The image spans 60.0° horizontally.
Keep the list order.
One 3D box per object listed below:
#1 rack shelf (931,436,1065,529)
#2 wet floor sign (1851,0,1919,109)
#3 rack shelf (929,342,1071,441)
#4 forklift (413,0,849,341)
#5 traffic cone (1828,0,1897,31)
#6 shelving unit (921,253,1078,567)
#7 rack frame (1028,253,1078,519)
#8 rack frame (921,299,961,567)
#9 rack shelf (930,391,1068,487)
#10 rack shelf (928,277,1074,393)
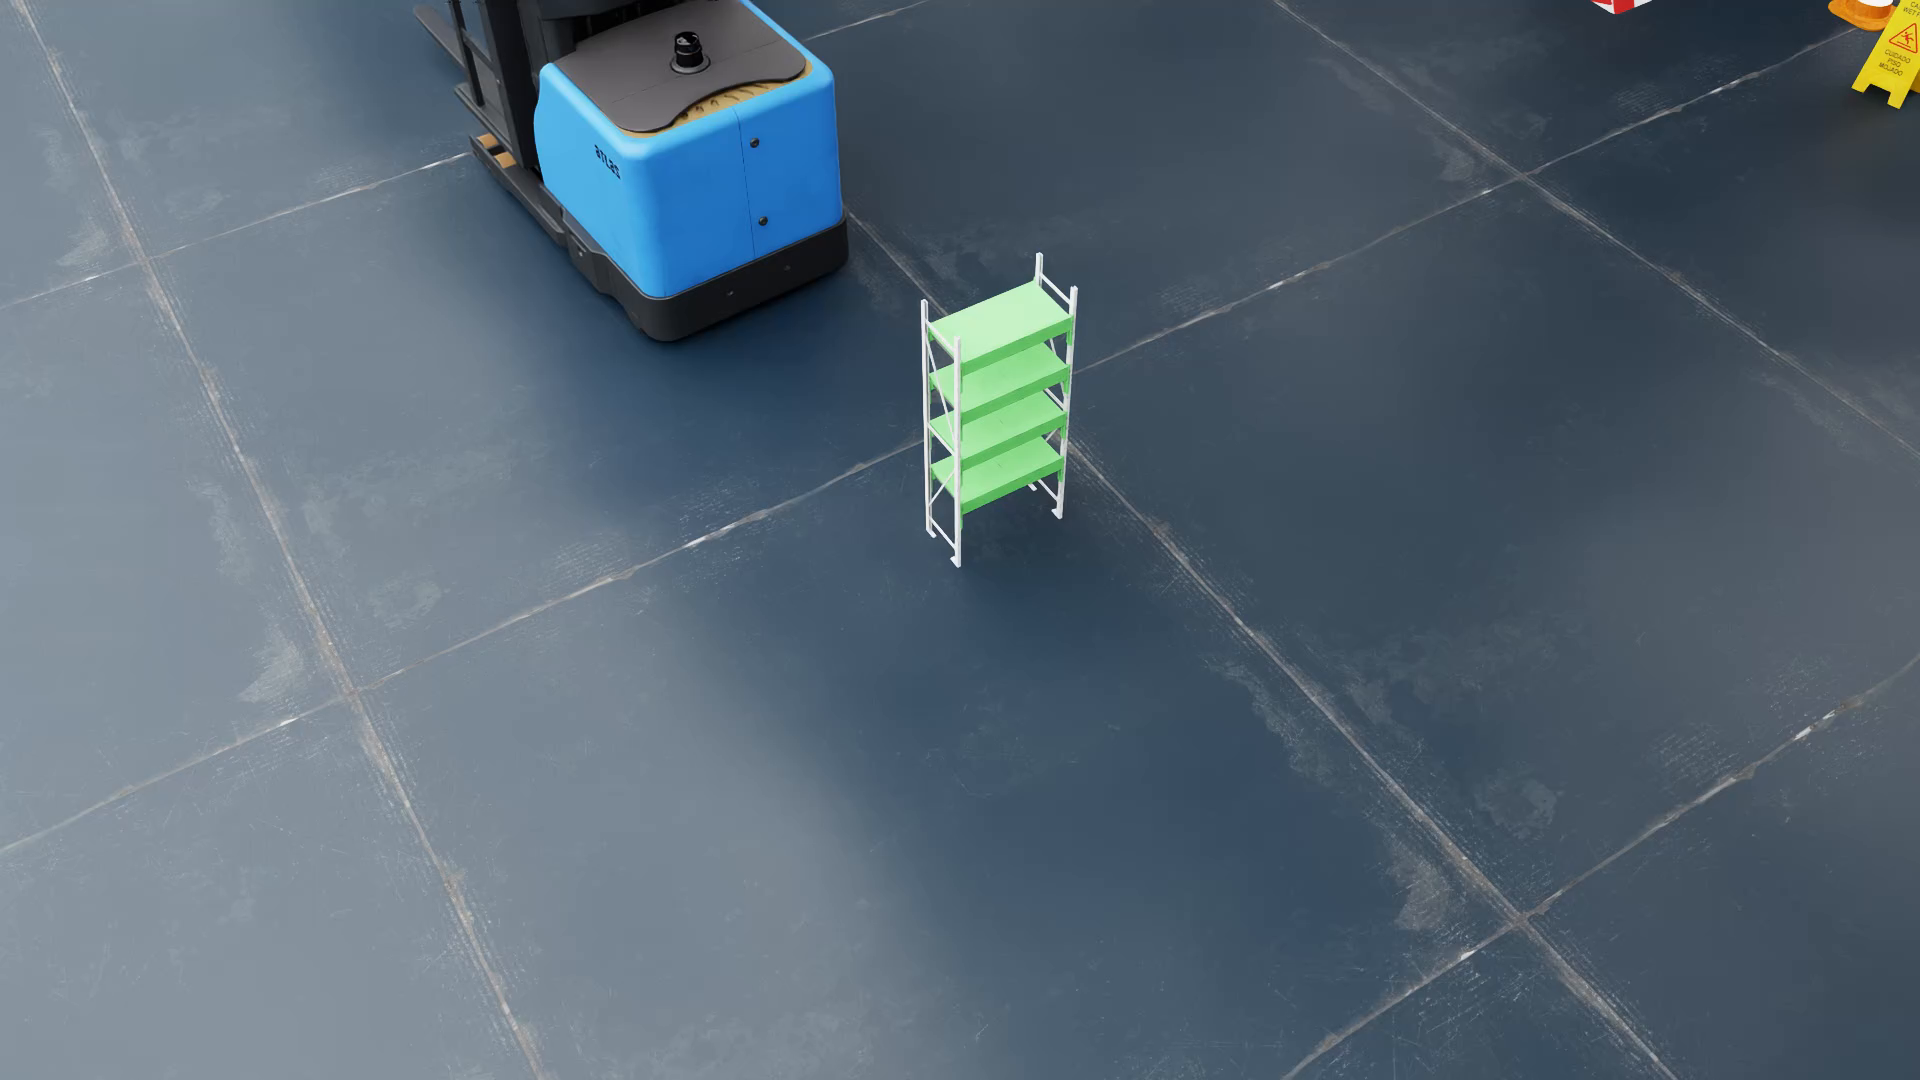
[{"bbox_3d":[0.140,-0.263,6.533,0.480,0.148,0.258,-25,53,-21],"label":"rack shelf"},{"bbox_3d":[4.910,-2.600,8.578,0.232,0.644,0.267,-34,57,-27],"label":"wet floor sign"},{"bbox_3d":[0.140,-0.582,6.174,0.480,0.148,0.258,-25,53,-21],"label":"rack shelf"},{"bbox_3d":[-1.790,-2.923,7.336,1.130,2.935,3.031,-28,54,-23],"label":"forklift"},{"bbox_3d":[5.085,-3.116,9.160,0.334,0.463,0.336,-25,53,-21],"label":"traffic cone"},{"bbox_3d":[0.140,-0.465,6.306,0.503,1.200,0.258,-25,53,-21],"label":"shelving unit"},{"bbox_3d":[0.346,-0.562,6.393,0.015,1.200,0.240,-25,53,-21],"label":"rack frame"},{"bbox_3d":[-0.066,-0.368,6.219,0.015,1.200,0.240,-25,53,-21],"label":"rack frame"},{"bbox_3d":[0.140,-0.422,6.354,0.480,0.148,0.258,-25,53,-21],"label":"rack shelf"},{"bbox_3d":[0.140,-0.742,5.995,0.480,0.148,0.258,-25,53,-21],"label":"rack shelf"}]
